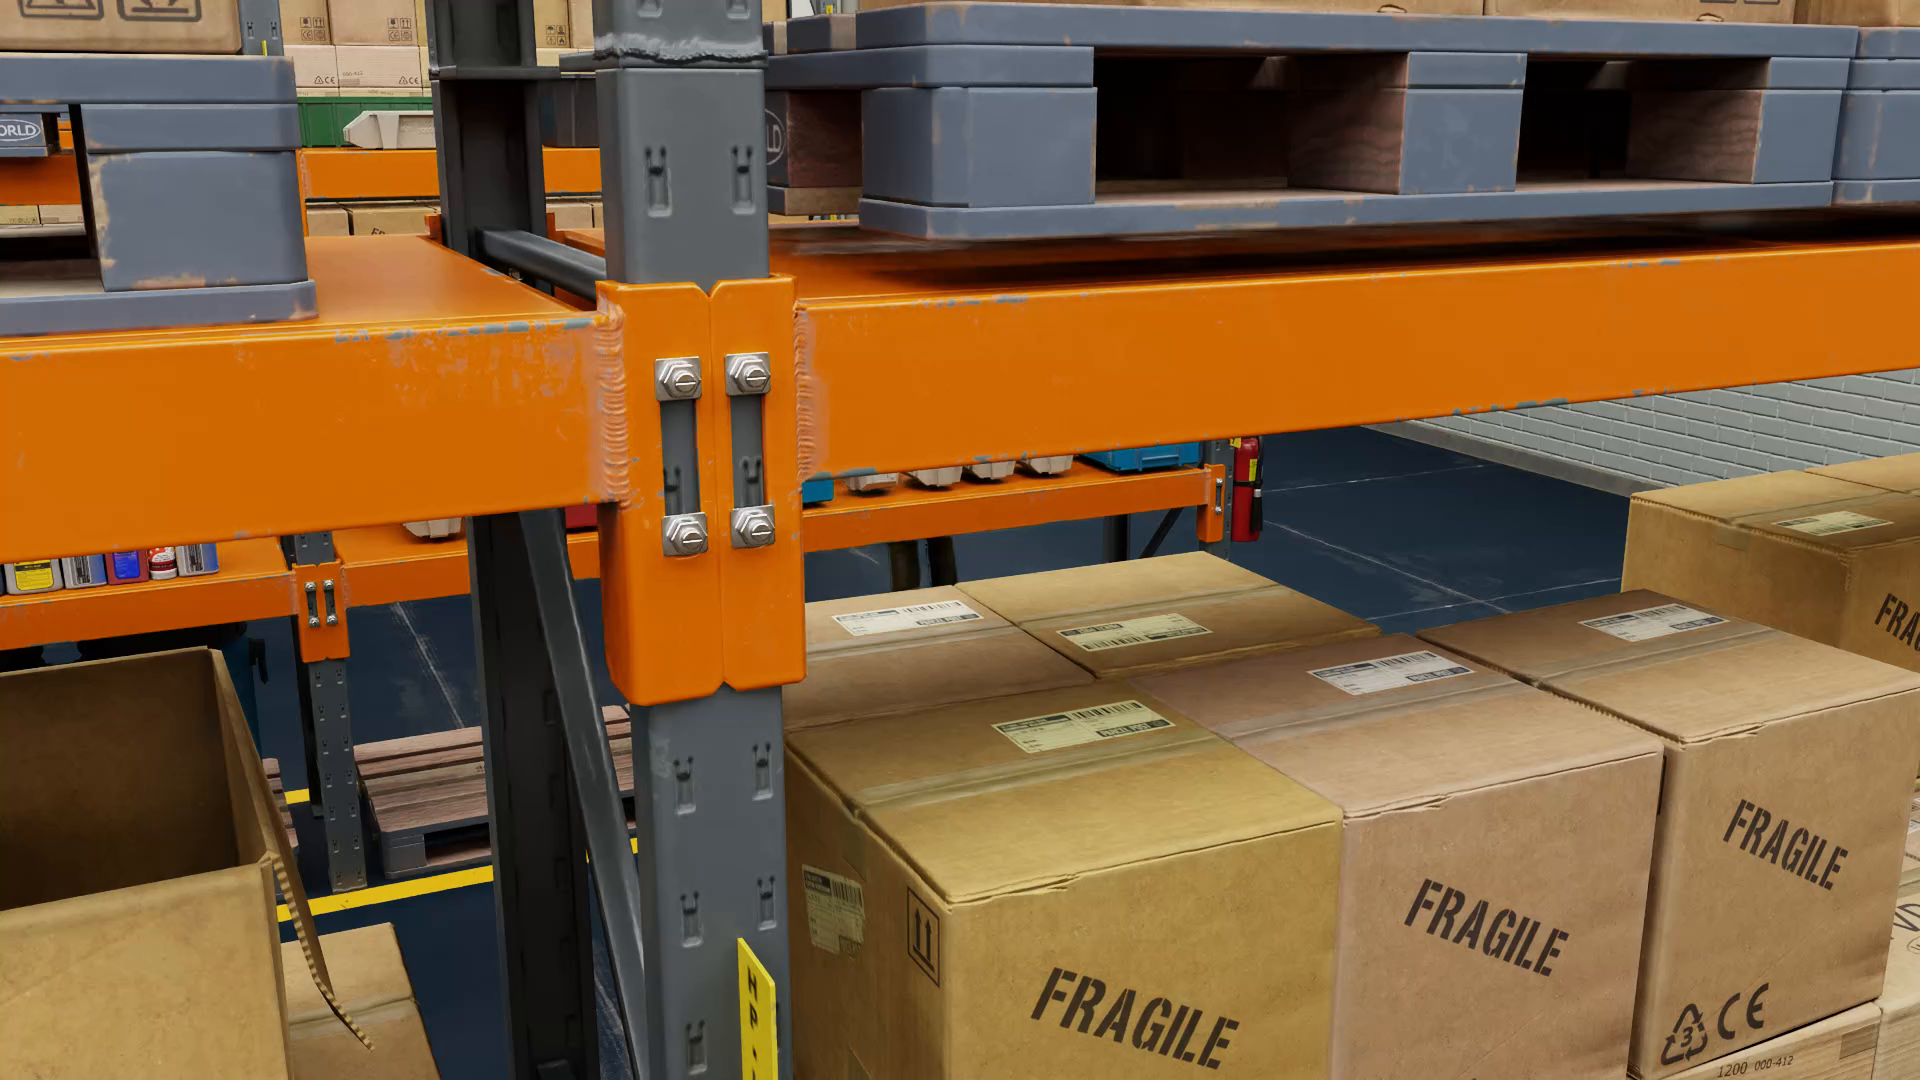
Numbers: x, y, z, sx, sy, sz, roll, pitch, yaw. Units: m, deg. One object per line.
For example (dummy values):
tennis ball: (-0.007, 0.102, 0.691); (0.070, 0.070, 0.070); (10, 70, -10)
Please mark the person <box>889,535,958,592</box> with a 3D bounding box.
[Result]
person: (-0.257, -0.328, 9.393); (0.552, 1.780, 0.536); (-5, 16, -18)
